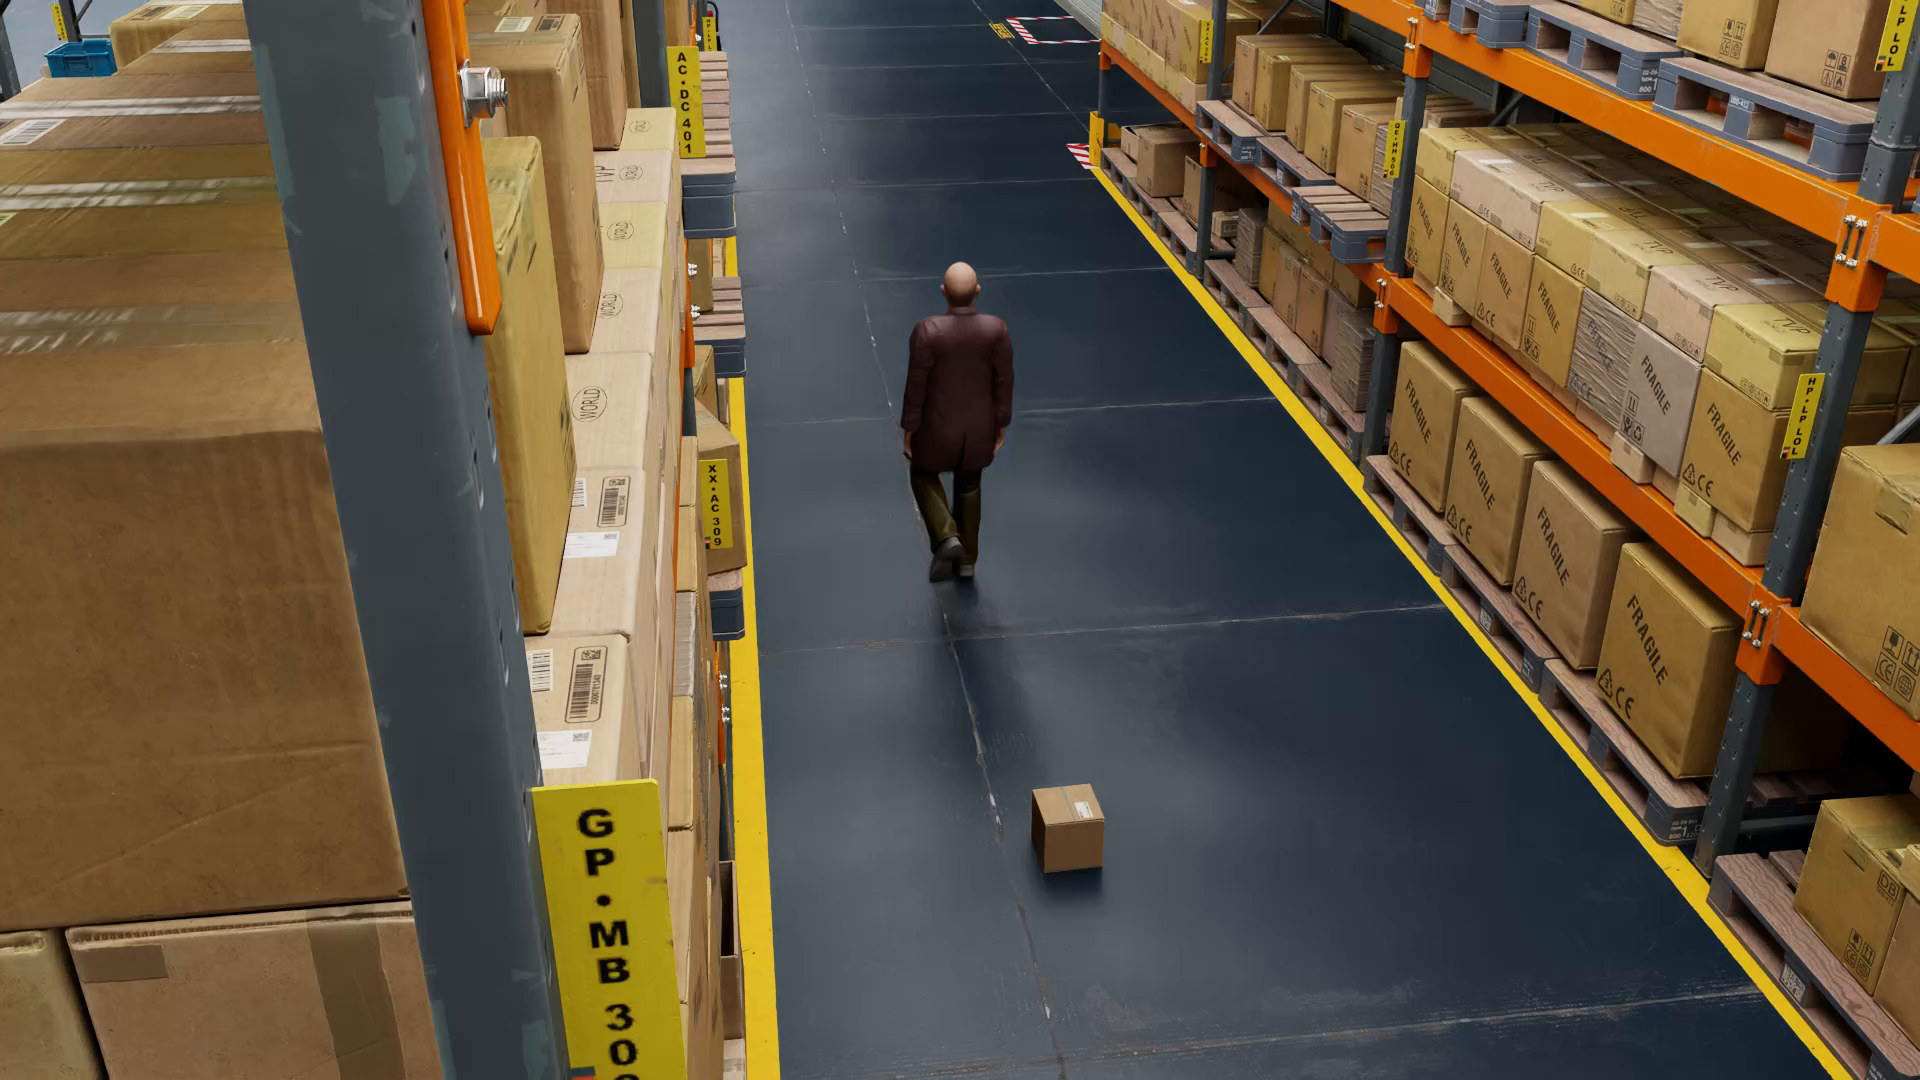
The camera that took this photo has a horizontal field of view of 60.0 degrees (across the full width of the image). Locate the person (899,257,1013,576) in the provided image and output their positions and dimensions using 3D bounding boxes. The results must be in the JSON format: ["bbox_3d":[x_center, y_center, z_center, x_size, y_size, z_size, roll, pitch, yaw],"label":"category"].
[{"bbox_3d":[-0.038,-0.659,8.894,0.616,1.799,0.474,-5,27,-11],"label":"person"}]
